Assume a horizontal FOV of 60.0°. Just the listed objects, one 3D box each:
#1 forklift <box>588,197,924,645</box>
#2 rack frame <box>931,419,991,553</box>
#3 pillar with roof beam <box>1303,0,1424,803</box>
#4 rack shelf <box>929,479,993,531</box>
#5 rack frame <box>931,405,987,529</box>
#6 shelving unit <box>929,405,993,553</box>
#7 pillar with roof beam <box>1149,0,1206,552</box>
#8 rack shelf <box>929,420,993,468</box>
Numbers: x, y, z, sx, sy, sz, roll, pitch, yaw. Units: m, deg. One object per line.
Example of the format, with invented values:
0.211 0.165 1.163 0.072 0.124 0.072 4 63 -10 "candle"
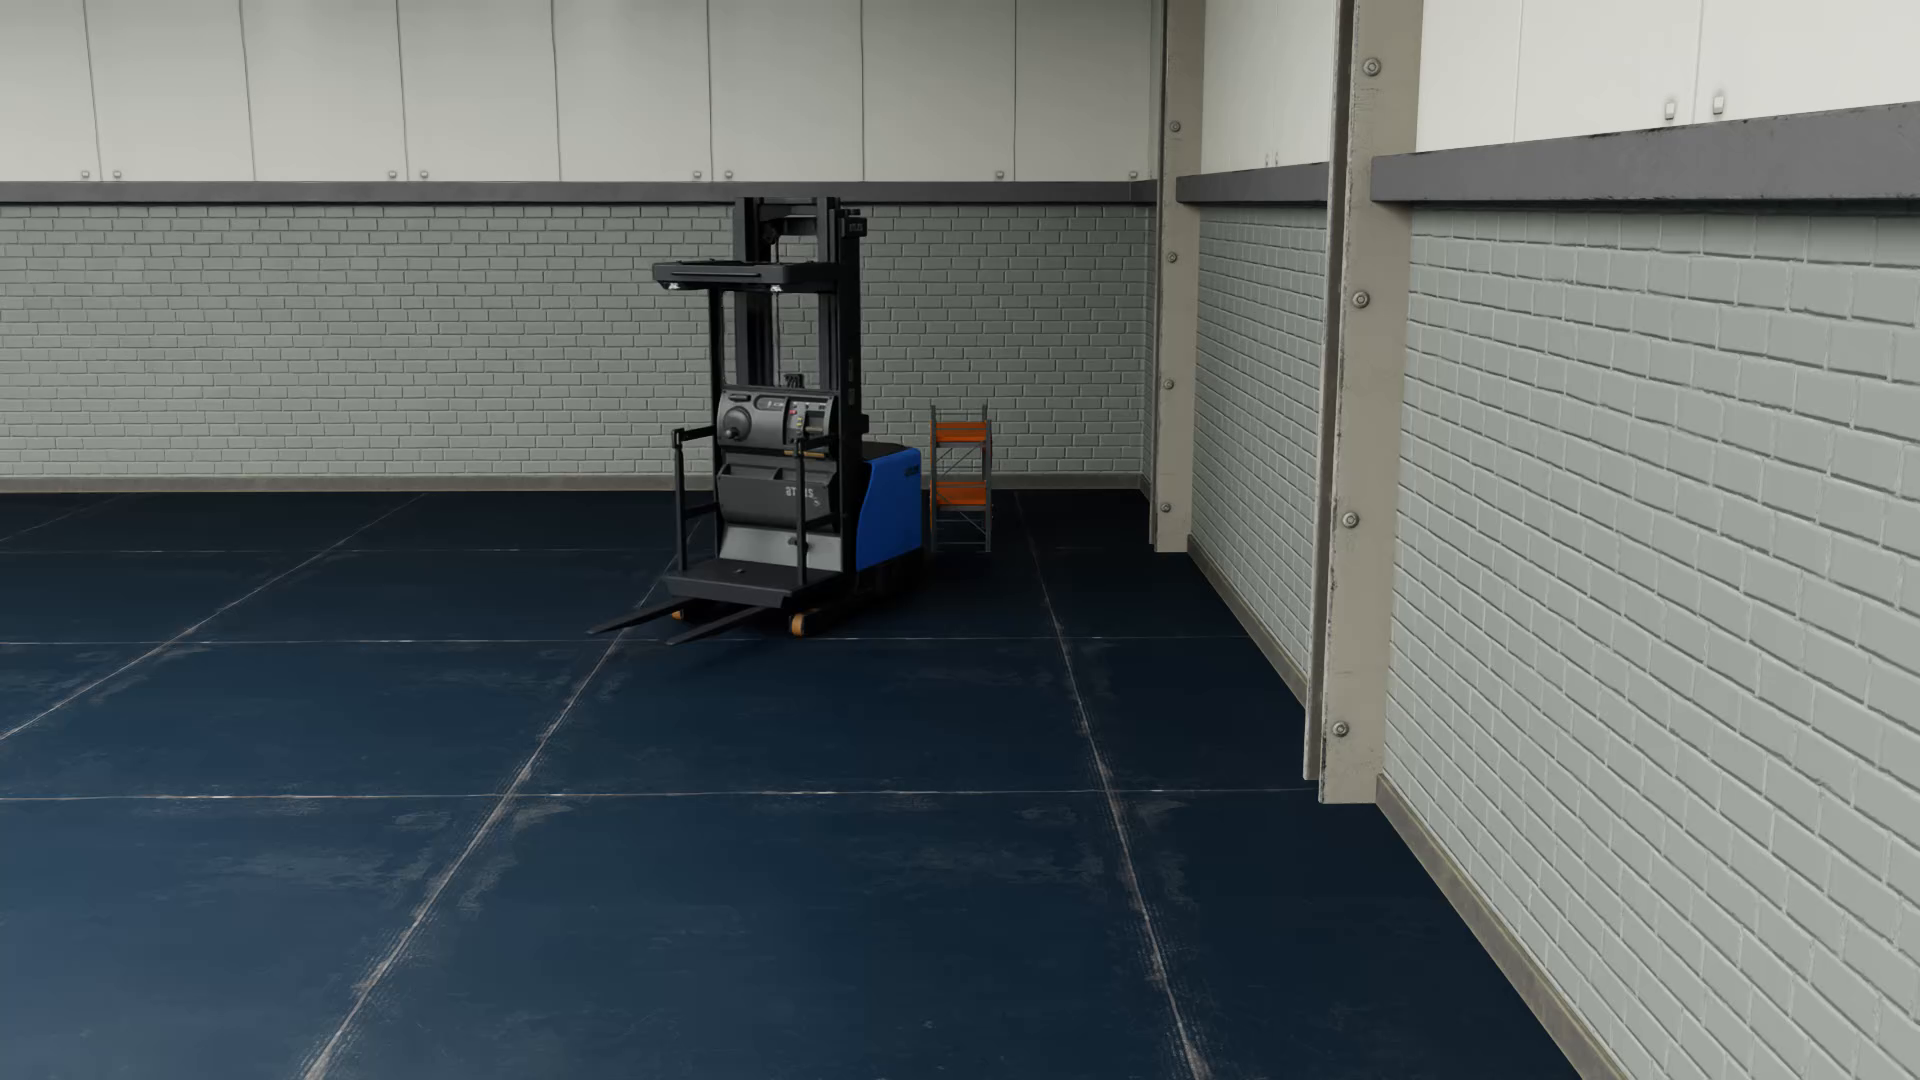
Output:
-1.391 -0.873 11.492 1.130 2.935 3.031 6 13 26 "forklift"
0.011 -0.449 13.943 0.500 1.125 0.032 0 11 -1 "rack frame"
-2.381 -3.138 7.391 9.100 9.000 0.400 0 11 -1 "pillar with roof beam"
0.000 -0.310 14.489 0.538 0.278 1.000 0 11 -1 "rack shelf"
-0.010 -0.651 14.939 0.500 1.125 0.032 0 11 -1 "rack frame"
0.000 -0.550 14.441 0.538 1.125 1.048 0 11 -1 "shelving unit"
-2.505 -4.330 13.270 9.100 9.000 0.400 0 11 -1 "pillar with roof beam"
0.000 -0.837 14.382 0.538 0.278 1.000 0 11 -1 "rack shelf"
